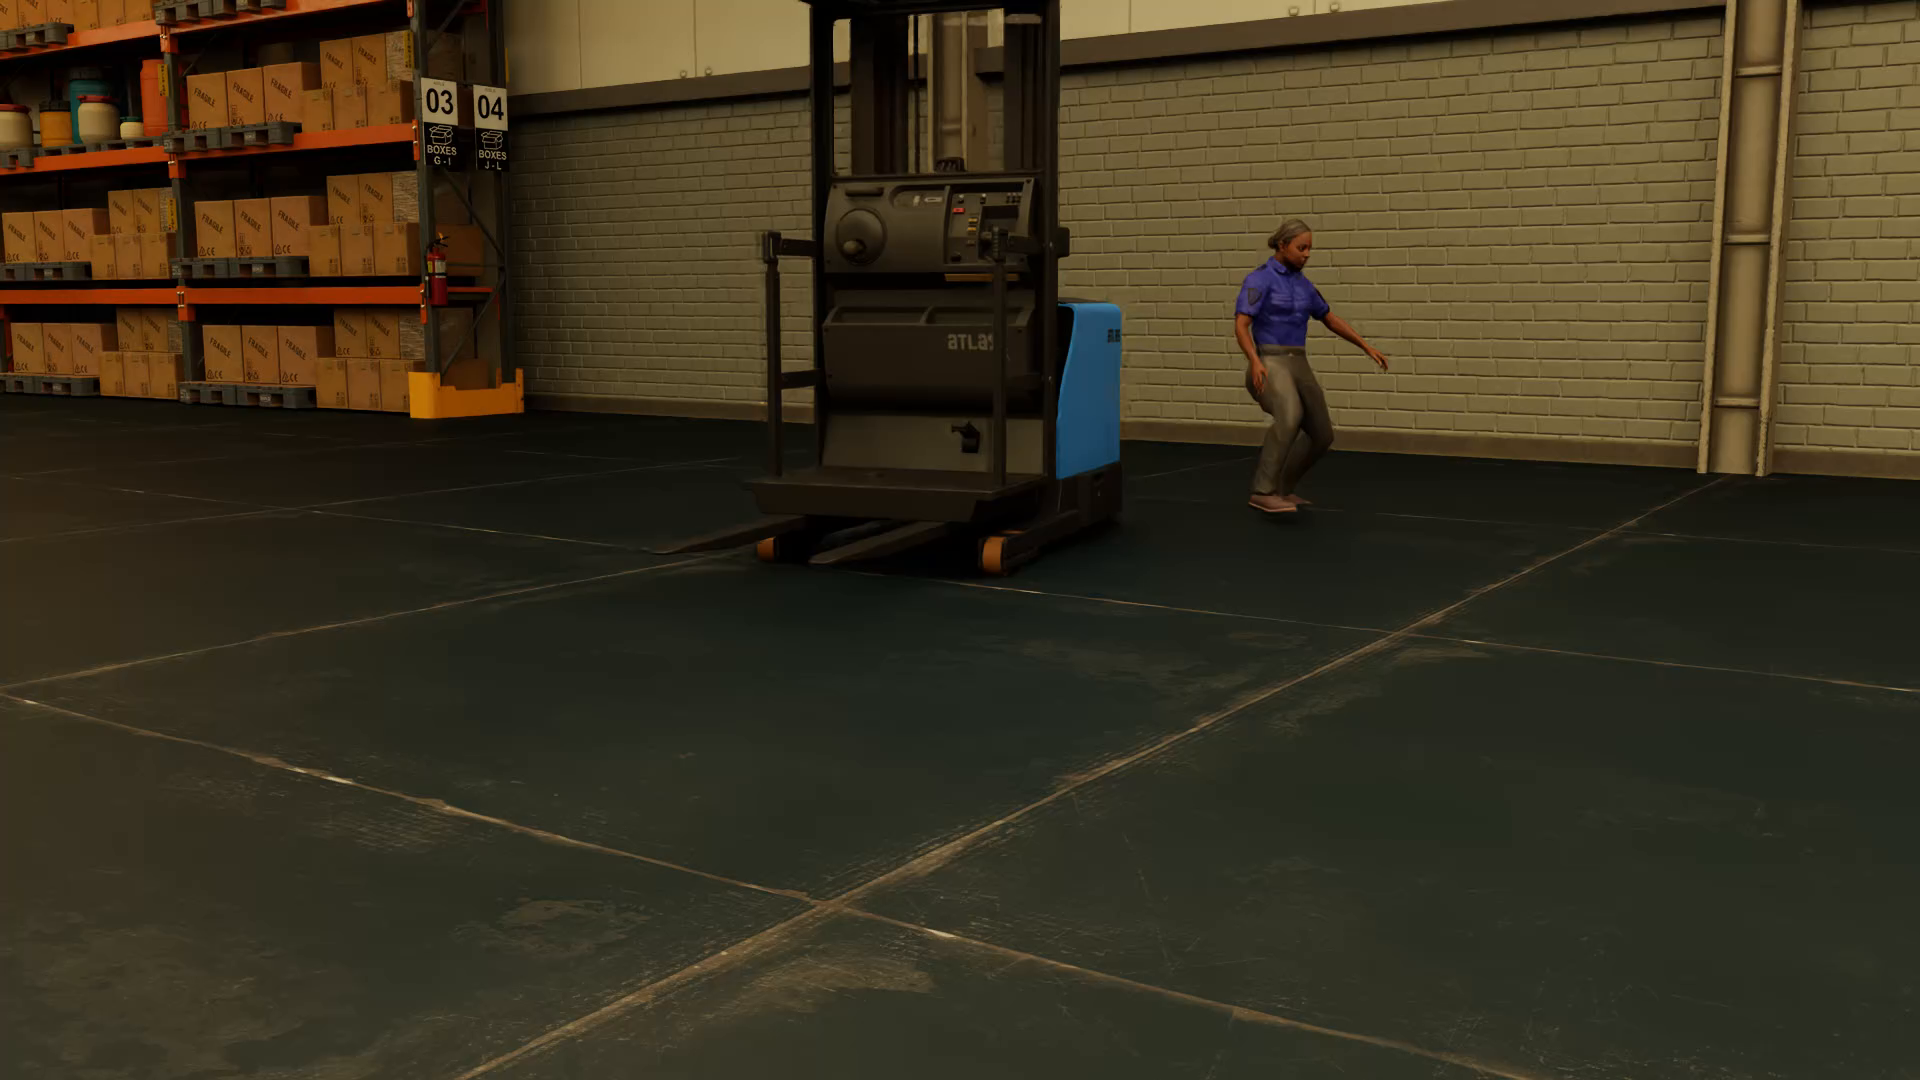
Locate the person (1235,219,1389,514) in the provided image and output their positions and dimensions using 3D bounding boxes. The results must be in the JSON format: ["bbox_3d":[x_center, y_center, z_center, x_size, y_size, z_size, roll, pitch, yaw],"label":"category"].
[{"bbox_3d":[1.713,-0.865,8.555,0.902,1.527,0.749,-6,10,-38],"label":"person"}]

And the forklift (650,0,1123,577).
[{"bbox_3d":[-0.211,-1.370,6.827,1.130,2.935,3.031,3,9,21],"label":"forklift"}]
